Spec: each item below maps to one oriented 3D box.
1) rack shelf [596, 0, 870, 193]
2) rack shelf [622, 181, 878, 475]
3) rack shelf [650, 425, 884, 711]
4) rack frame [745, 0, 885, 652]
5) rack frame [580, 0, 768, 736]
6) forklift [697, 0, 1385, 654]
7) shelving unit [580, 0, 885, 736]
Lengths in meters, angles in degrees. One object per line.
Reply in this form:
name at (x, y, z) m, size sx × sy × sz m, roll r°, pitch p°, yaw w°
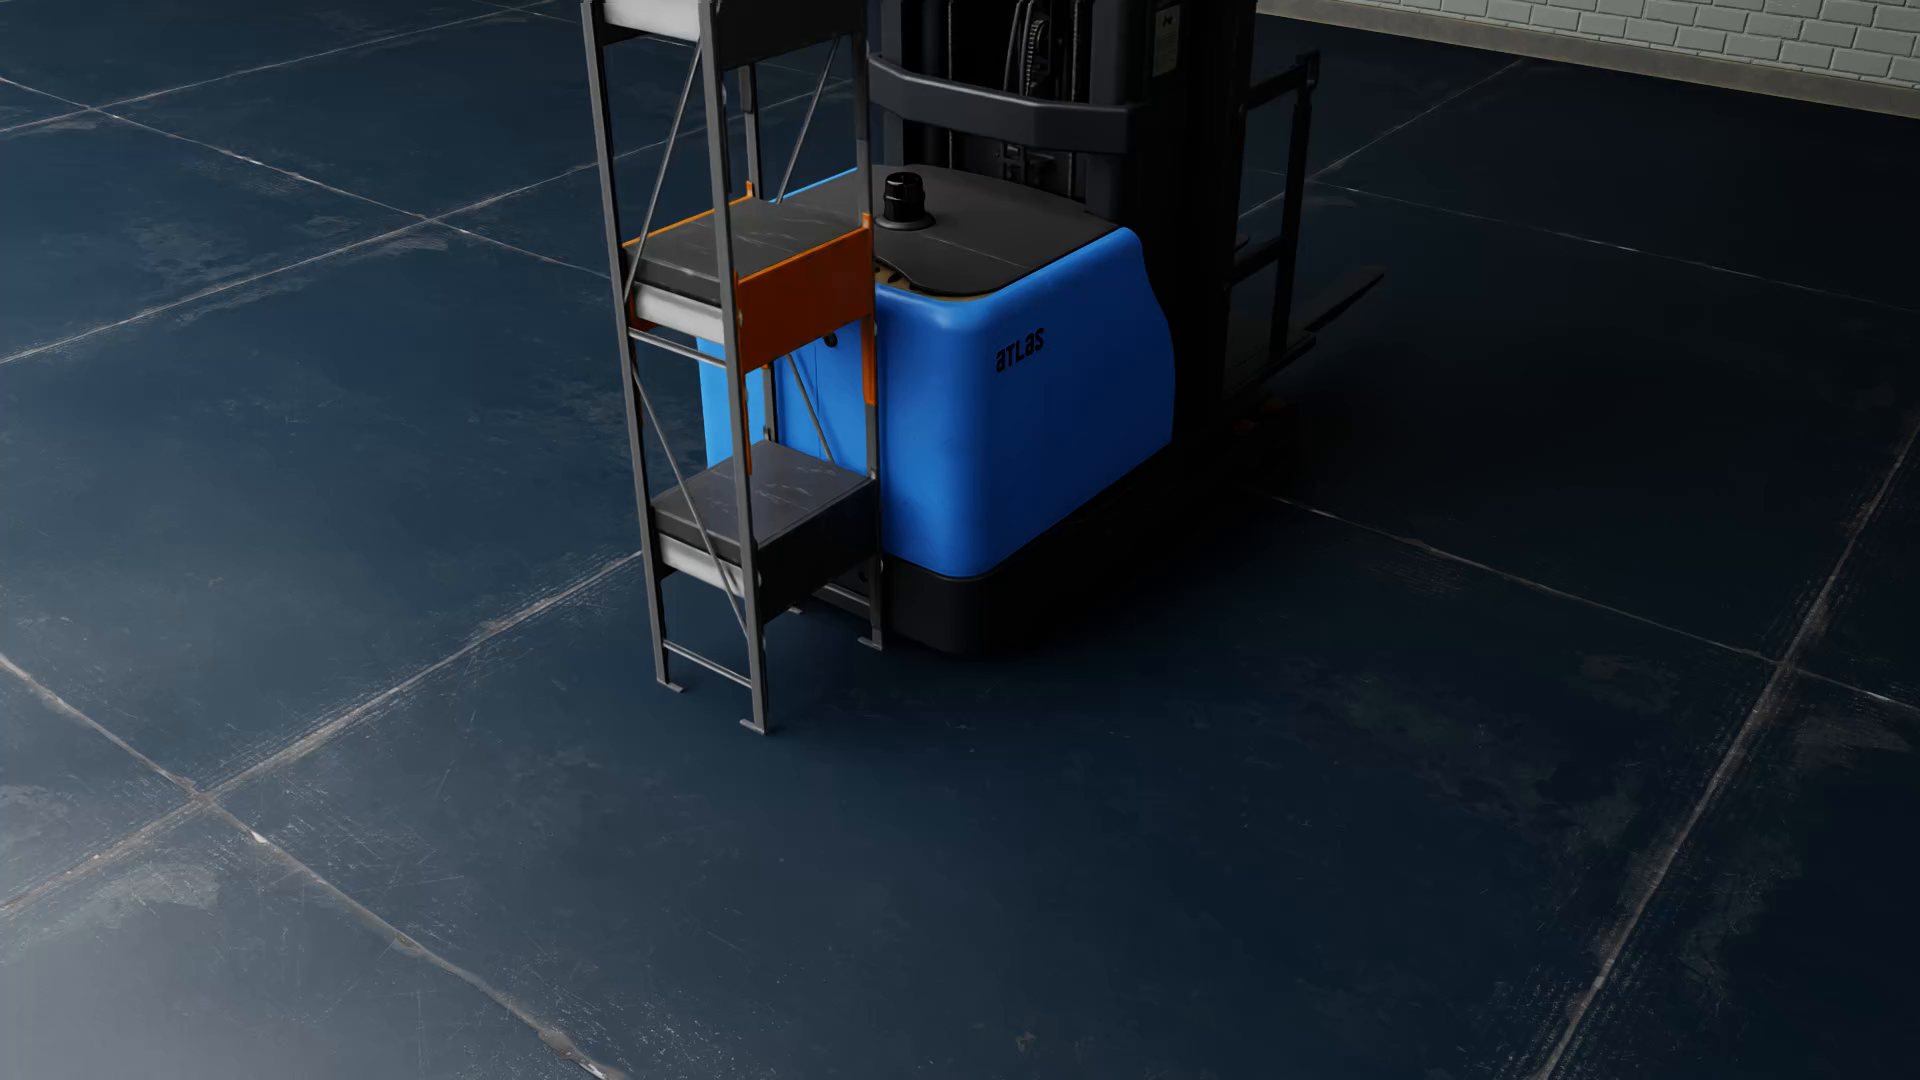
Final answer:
rack shelf at (-0.523, -1.140, 3.768) m, size 0.431 × 0.518 × 0.480 m, roll 21°, pitch 37°, yaw 31°
rack shelf at (-0.523, -0.538, 4.125) m, size 0.431 × 0.518 × 0.480 m, roll 21°, pitch 37°, yaw 31°
rack shelf at (-0.523, 0.064, 4.482) m, size 0.431 × 0.518 × 0.480 m, roll 21°, pitch 37°, yaw 31°
rack frame at (-0.376, -0.649, 4.286) m, size 0.400 × 2.100 × 0.015 m, roll 21°, pitch 37°, yaw 31°
rack frame at (-0.670, -0.451, 3.951) m, size 0.400 × 2.100 × 0.015 m, roll 21°, pitch 37°, yaw 31°
forklift at (0.521, -1.639, 5.140) m, size 1.130 × 2.935 × 3.031 m, roll 21°, pitch 37°, yaw 31°
shelving unit at (-0.523, -0.550, 4.118) m, size 0.431 × 2.100 × 0.503 m, roll 21°, pitch 37°, yaw 31°
